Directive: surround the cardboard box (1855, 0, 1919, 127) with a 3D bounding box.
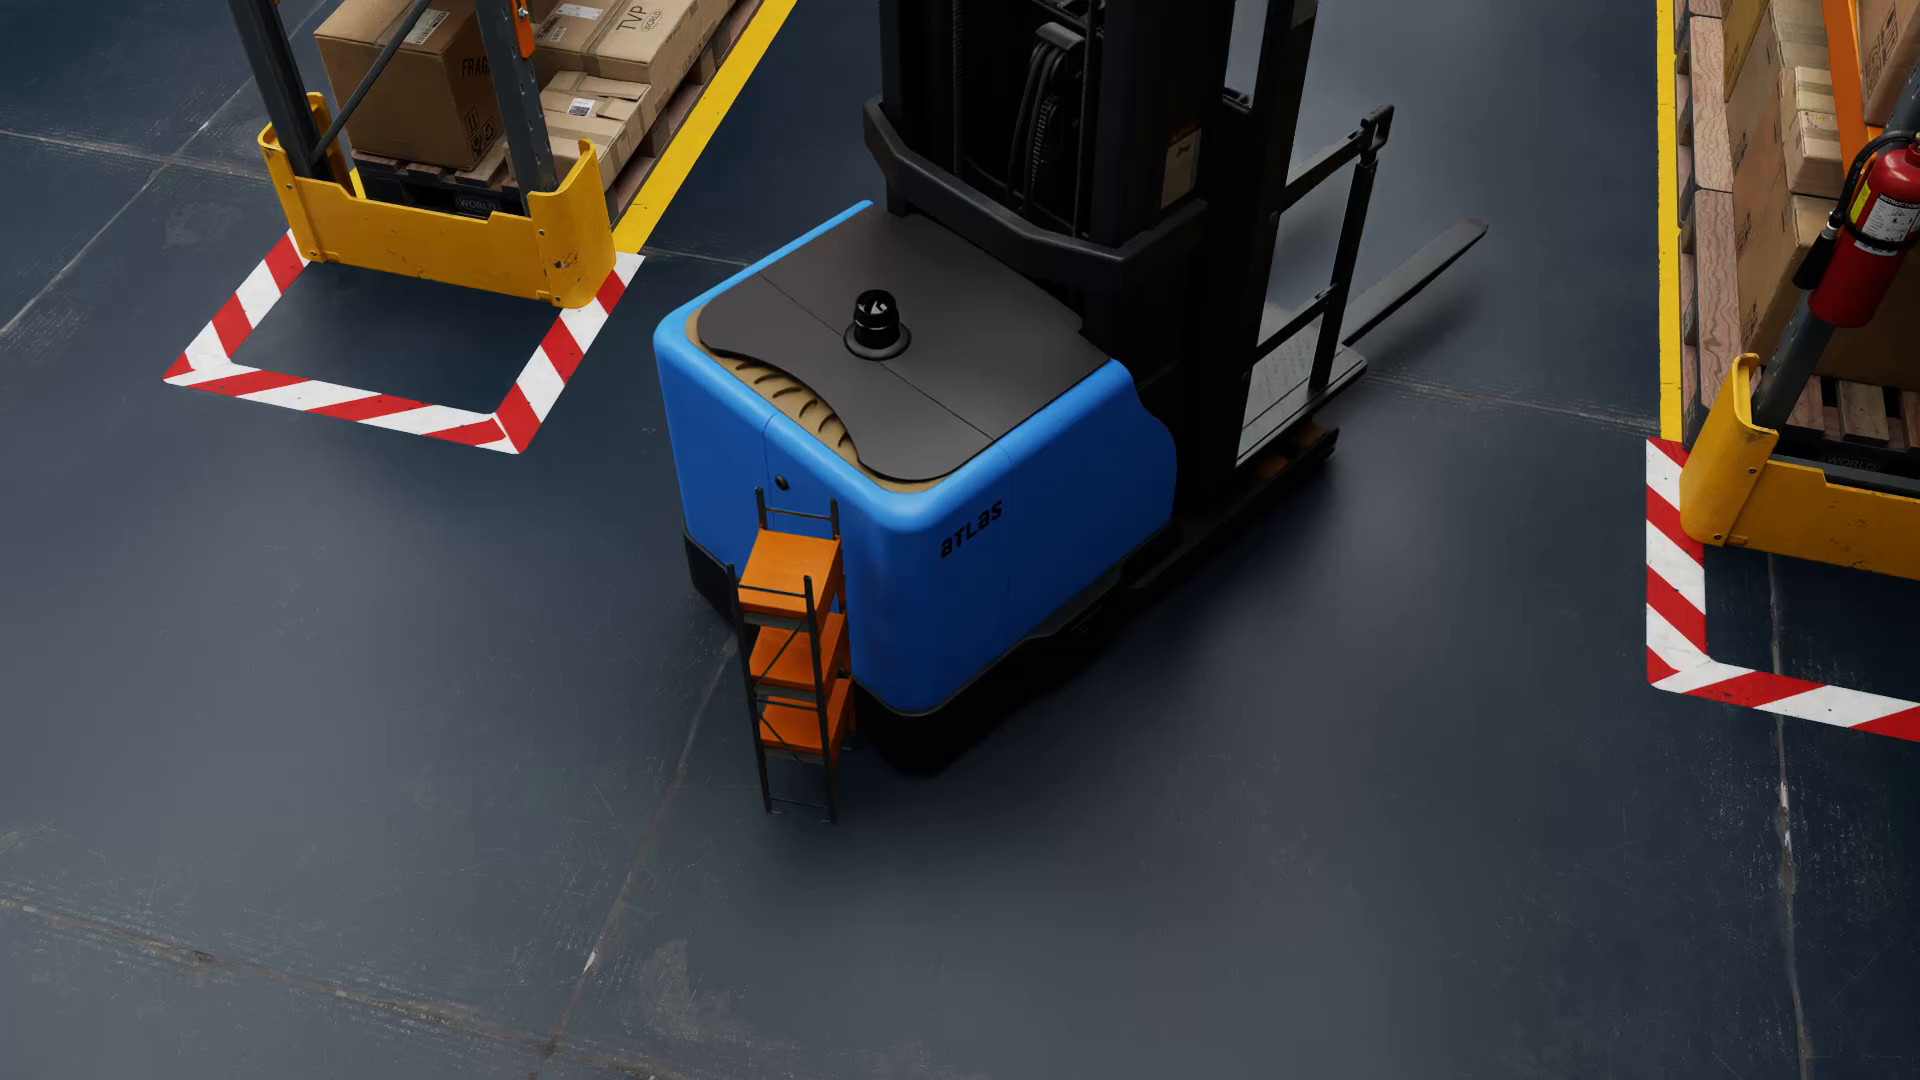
[{"bbox_3d":[3.018,-1.492,4.366,0.980,0.700,0.700,14,50,12],"label":"cardboard box"}]

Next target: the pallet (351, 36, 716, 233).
[{"bbox_3d":[-1.658,-1.706,6.615,1.003,0.211,1.213,12,50,10],"label":"pallet"}]

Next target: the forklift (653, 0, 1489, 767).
[{"bbox_3d":[0.584,-1.339,4.477,3.031,2.935,1.130,-37,58,-28],"label":"forklift"}]

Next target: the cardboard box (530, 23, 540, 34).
[{"bbox_3d":[-1.788,-1.922,6.542,0.380,0.166,0.250,12,50,10],"label":"cardboard box"}]

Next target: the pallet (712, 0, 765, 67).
[{"bbox_3d":[-1.335,-2.586,7.392,1.003,0.211,1.213,12,50,10],"label":"pallet"}]

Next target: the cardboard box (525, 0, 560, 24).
[{"bbox_3d":[-1.702,-2.356,6.869,0.500,0.250,0.500,12,50,10],"label":"cardboard box"}]

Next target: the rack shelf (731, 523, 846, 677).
[{"bbox_3d":[-0.413,0.146,4.056,0.215,0.259,0.240,8,49,7],"label":"rack shelf"}]

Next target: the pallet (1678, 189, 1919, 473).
[{"bbox_3d":[3.028,-0.693,5.721,1.003,0.211,1.213,12,50,10],"label":"pallet"}]

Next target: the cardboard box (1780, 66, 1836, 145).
[{"bbox_3d":[2.906,-1.389,5.429,0.380,0.149,0.250,13,50,11],"label":"cardboard box"}]

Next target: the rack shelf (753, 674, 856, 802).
[{"bbox_3d":[-0.413,0.518,4.477,0.215,0.259,0.240,8,49,7],"label":"rack shelf"}]

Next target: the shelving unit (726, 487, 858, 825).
[{"bbox_3d":[-0.413,0.327,4.261,0.215,1.050,0.252,8,49,7],"label":"shelving unit"}]

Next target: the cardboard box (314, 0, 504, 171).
[{"bbox_3d":[-1.981,-1.757,6.174,0.500,0.500,0.500,12,50,10],"label":"cardboard box"}]

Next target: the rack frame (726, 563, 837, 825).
[{"bbox_3d":[-0.437,0.417,4.182,0.200,1.050,0.008,8,49,7],"label":"rack frame"}]

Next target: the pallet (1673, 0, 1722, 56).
[{"bbox_3d":[3.671,-2.458,7.279,1.003,0.211,1.213,12,50,10],"label":"pallet"}]

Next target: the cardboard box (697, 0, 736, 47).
[{"bbox_3d":[-1.207,-2.293,6.814,0.500,0.250,0.500,12,50,10],"label":"cardboard box"}]

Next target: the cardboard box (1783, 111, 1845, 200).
[{"bbox_3d":[2.839,-1.204,5.266,0.380,0.149,0.250,11,49,10],"label":"cardboard box"}]

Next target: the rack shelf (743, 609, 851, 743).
[{"bbox_3d":[-0.413,0.334,4.269,0.215,0.259,0.240,8,49,7],"label":"rack shelf"}]

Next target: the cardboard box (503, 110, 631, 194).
[{"bbox_3d":[-1.445,-1.434,6.123,0.380,0.149,0.250,12,50,10],"label":"cardboard box"}]

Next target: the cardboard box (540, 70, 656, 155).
[{"bbox_3d":[-1.379,-1.621,6.276,0.380,0.166,0.250,12,50,10],"label":"cardboard box"}]

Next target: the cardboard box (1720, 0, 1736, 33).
[{"bbox_3d":[3.515,-2.344,6.705,0.700,0.500,0.500,11,50,10],"label":"cardboard box"}]

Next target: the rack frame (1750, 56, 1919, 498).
[{"bbox_3d":[2.893,-1.022,4.152,1.000,3.000,0.127,12,50,10],"label":"rack frame"}]

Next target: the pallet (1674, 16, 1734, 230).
[{"bbox_3d":[3.351,-1.573,6.498,1.003,0.211,1.213,12,50,10],"label":"pallet"}]

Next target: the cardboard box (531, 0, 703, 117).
[{"bbox_3d":[-1.338,-1.932,6.495,0.500,0.250,0.500,12,50,10],"label":"cardboard box"}]

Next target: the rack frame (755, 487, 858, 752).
[{"bbox_3d":[-0.389,0.237,4.340,0.200,1.050,0.008,8,49,7],"label":"rack frame"}]

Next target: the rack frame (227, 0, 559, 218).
[{"bbox_3d":[-1.887,-1.997,5.012,1.000,3.000,0.127,12,50,10],"label":"rack frame"}]

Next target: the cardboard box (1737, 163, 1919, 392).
[{"bbox_3d":[2.981,-0.860,5.396,0.700,0.500,0.500,12,50,10],"label":"cardboard box"}]

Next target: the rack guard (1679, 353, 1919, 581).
[{"bbox_3d":[2.887,-0.178,5.073,1.175,0.500,0.348,12,50,10],"label":"rack guard"}]

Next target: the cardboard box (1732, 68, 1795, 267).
[{"bbox_3d":[3.113,-1.222,5.715,0.700,0.500,0.500,11,50,10],"label":"cardboard box"}]

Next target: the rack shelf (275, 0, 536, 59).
[{"bbox_3d":[-1.360,-3.206,6.558,1.077,0.370,4.000,12,50,10],"label":"rack shelf"}]

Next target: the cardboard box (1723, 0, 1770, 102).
[{"bbox_3d":[3.378,-1.973,6.378,0.700,0.500,0.500,13,50,11],"label":"cardboard box"}]

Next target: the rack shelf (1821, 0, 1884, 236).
[{"bbox_3d":[3.420,-2.231,5.698,1.077,0.370,4.000,12,50,10],"label":"rack shelf"}]

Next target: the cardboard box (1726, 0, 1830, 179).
[{"bbox_3d":[3.245,-1.586,6.036,0.700,0.500,0.500,10,49,9],"label":"cardboard box"}]

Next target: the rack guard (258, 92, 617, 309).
[{"bbox_3d":[-1.867,-1.225,5.998,1.175,0.500,0.348,12,50,10],"label":"rack guard"}]

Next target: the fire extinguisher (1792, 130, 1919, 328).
[{"bbox_3d":[2.409,-0.855,4.304,0.296,0.674,0.183,12,50,10],"label":"fire extinguisher"}]
